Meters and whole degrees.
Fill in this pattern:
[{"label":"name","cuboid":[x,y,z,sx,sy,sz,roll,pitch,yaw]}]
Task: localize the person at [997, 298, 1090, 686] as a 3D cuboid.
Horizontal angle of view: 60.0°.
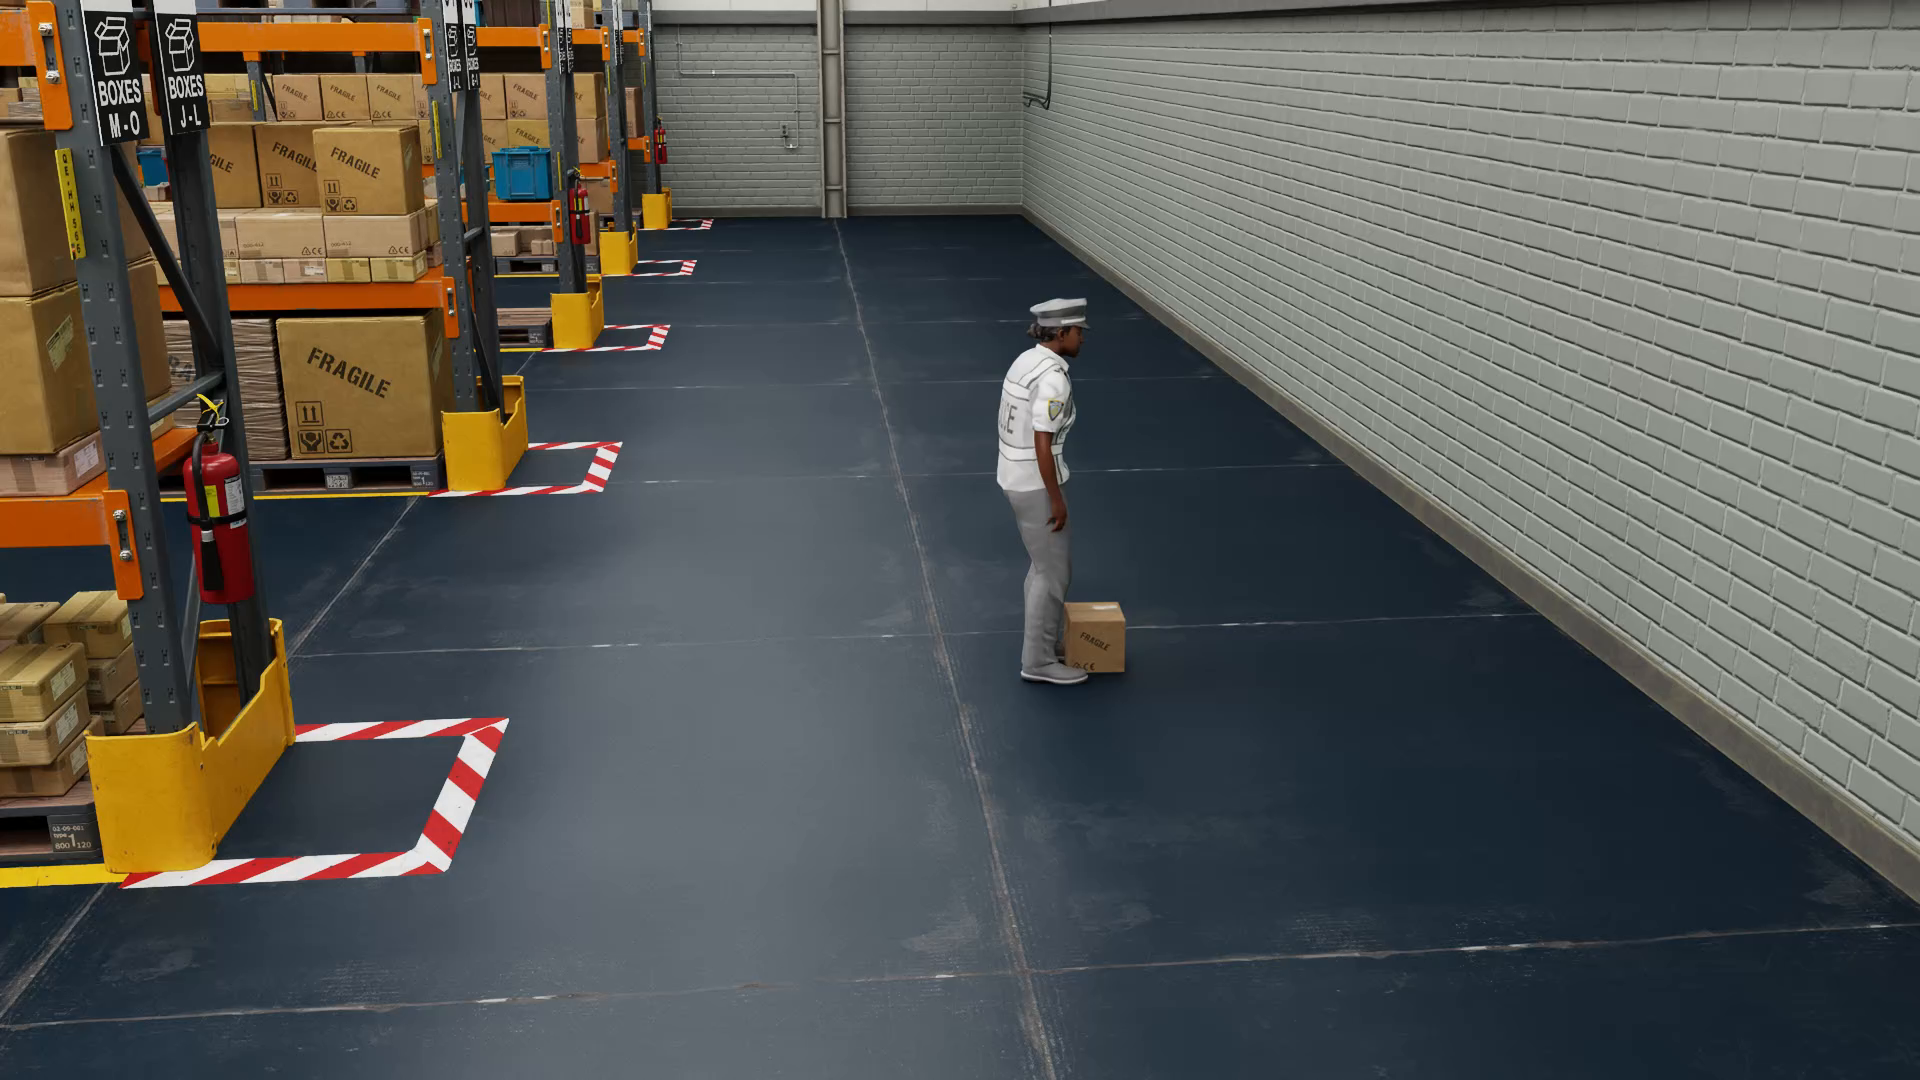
[{"label":"person","cuboid":[0.384,-0.222,7.281,0.427,1.656,0.519,-3,17,-8]}]
